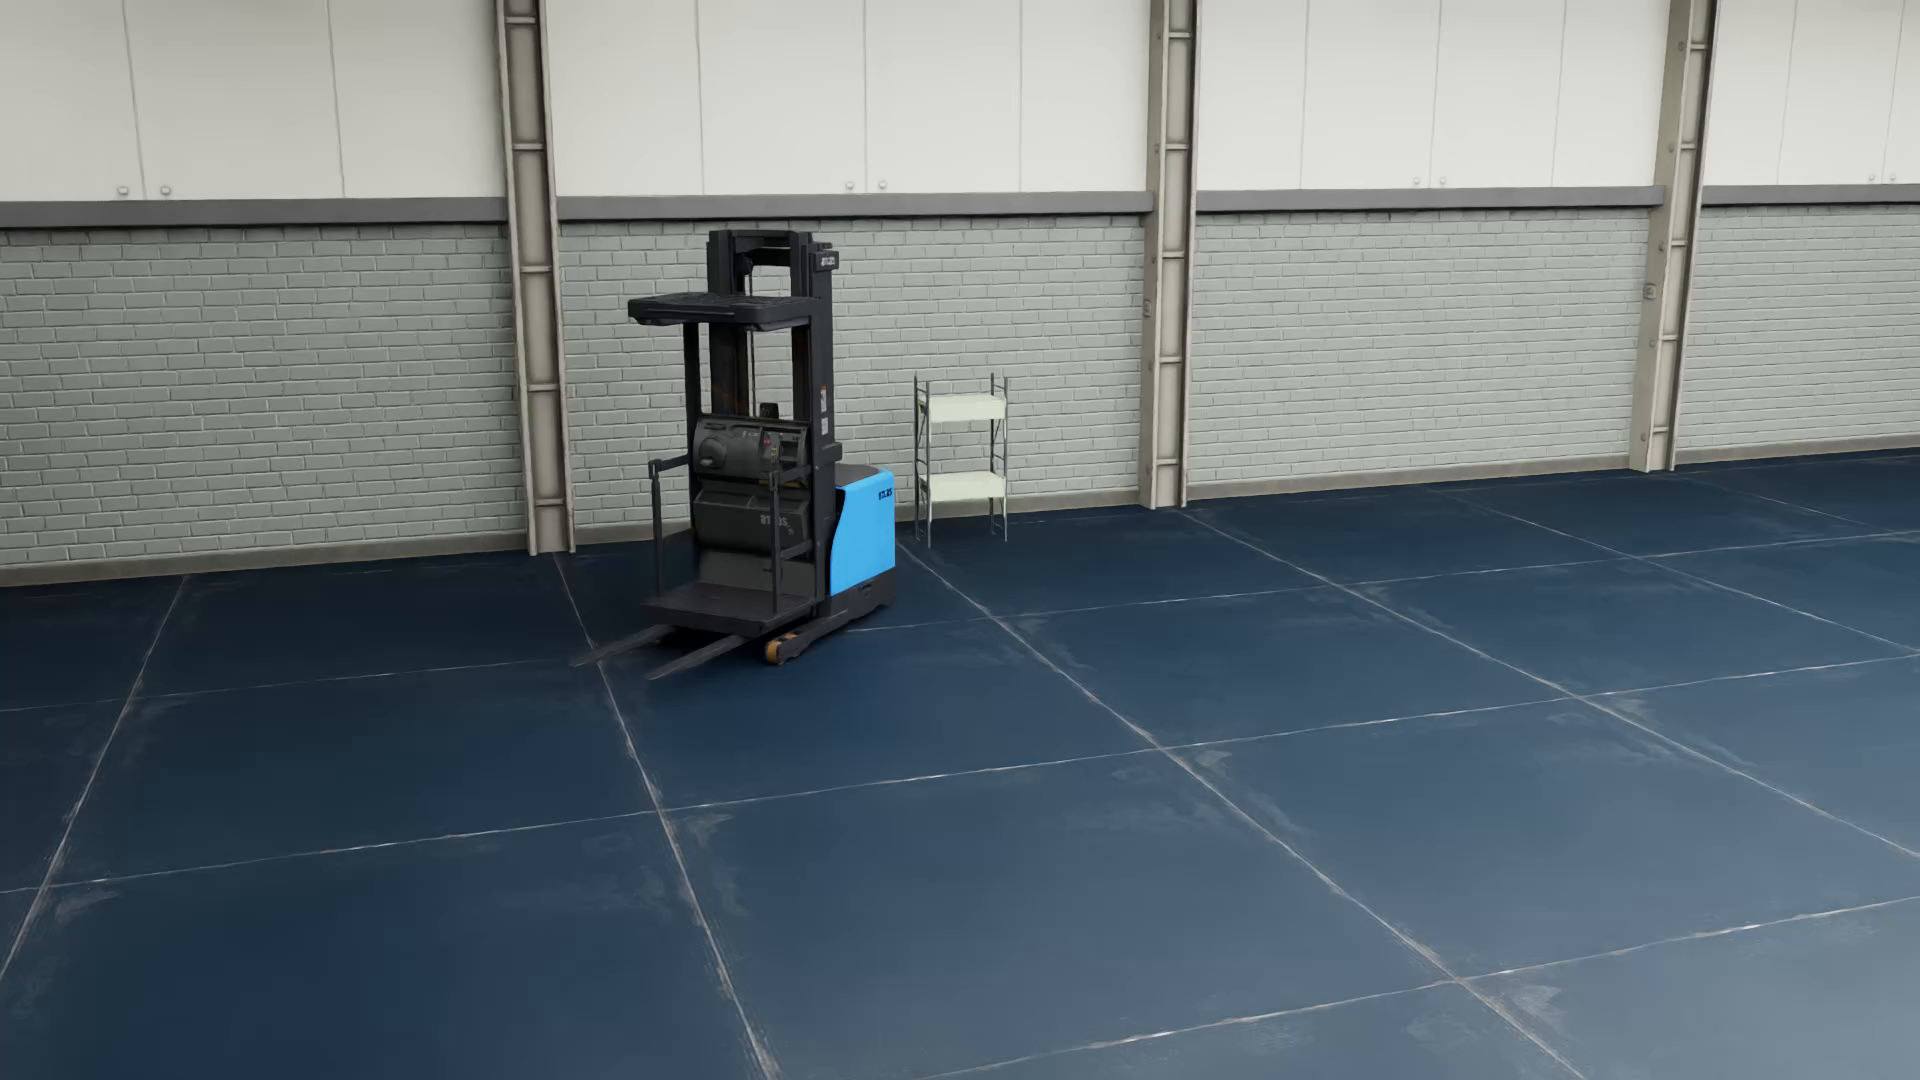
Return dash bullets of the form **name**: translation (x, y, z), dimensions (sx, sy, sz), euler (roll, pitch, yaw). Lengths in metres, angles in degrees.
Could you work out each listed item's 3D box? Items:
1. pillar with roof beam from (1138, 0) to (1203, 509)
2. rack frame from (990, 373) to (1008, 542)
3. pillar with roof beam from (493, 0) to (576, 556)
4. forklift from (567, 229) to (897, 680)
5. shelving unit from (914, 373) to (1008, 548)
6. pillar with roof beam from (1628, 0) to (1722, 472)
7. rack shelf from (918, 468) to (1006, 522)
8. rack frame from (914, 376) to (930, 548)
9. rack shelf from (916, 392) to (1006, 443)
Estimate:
- **pillar with roof beam**: translation (3.406, -3.787, 11.723), dimensions (0.400, 9.000, 9.100), euler (-4, 14, -18)
- **rack frame**: translation (0.353, -0.757, 15.192), dimensions (0.023, 1.500, 0.400), euler (-4, 14, -18)
- **pillar with roof beam**: translation (-2.281, -3.344, 9.861), dimensions (0.400, 9.000, 9.100), euler (-4, 14, -18)
- **forklift**: translation (-1.598, -0.672, 11.739), dimensions (1.130, 2.935, 3.031), euler (6, 15, 25)
- **shelving unit**: translation (0.006, -0.730, 15.079), dimensions (0.755, 1.500, 0.431), euler (-4, 14, -18)
- **pillar with roof beam**: translation (9.092, -4.229, 13.585), dimensions (0.400, 9.000, 9.100), euler (-4, 14, -18)
- **rack shelf**: translation (0.006, -0.413, 15.154), dimensions (0.720, 0.370, 0.431), euler (-4, 14, -18)
- **rack frame**: translation (-0.341, -0.703, 14.965), dimensions (0.023, 1.500, 0.400), euler (-4, 14, -18)
- **rack shelf**: translation (0.006, -1.110, 14.988), dimensions (0.720, 0.370, 0.431), euler (-4, 14, -18)
